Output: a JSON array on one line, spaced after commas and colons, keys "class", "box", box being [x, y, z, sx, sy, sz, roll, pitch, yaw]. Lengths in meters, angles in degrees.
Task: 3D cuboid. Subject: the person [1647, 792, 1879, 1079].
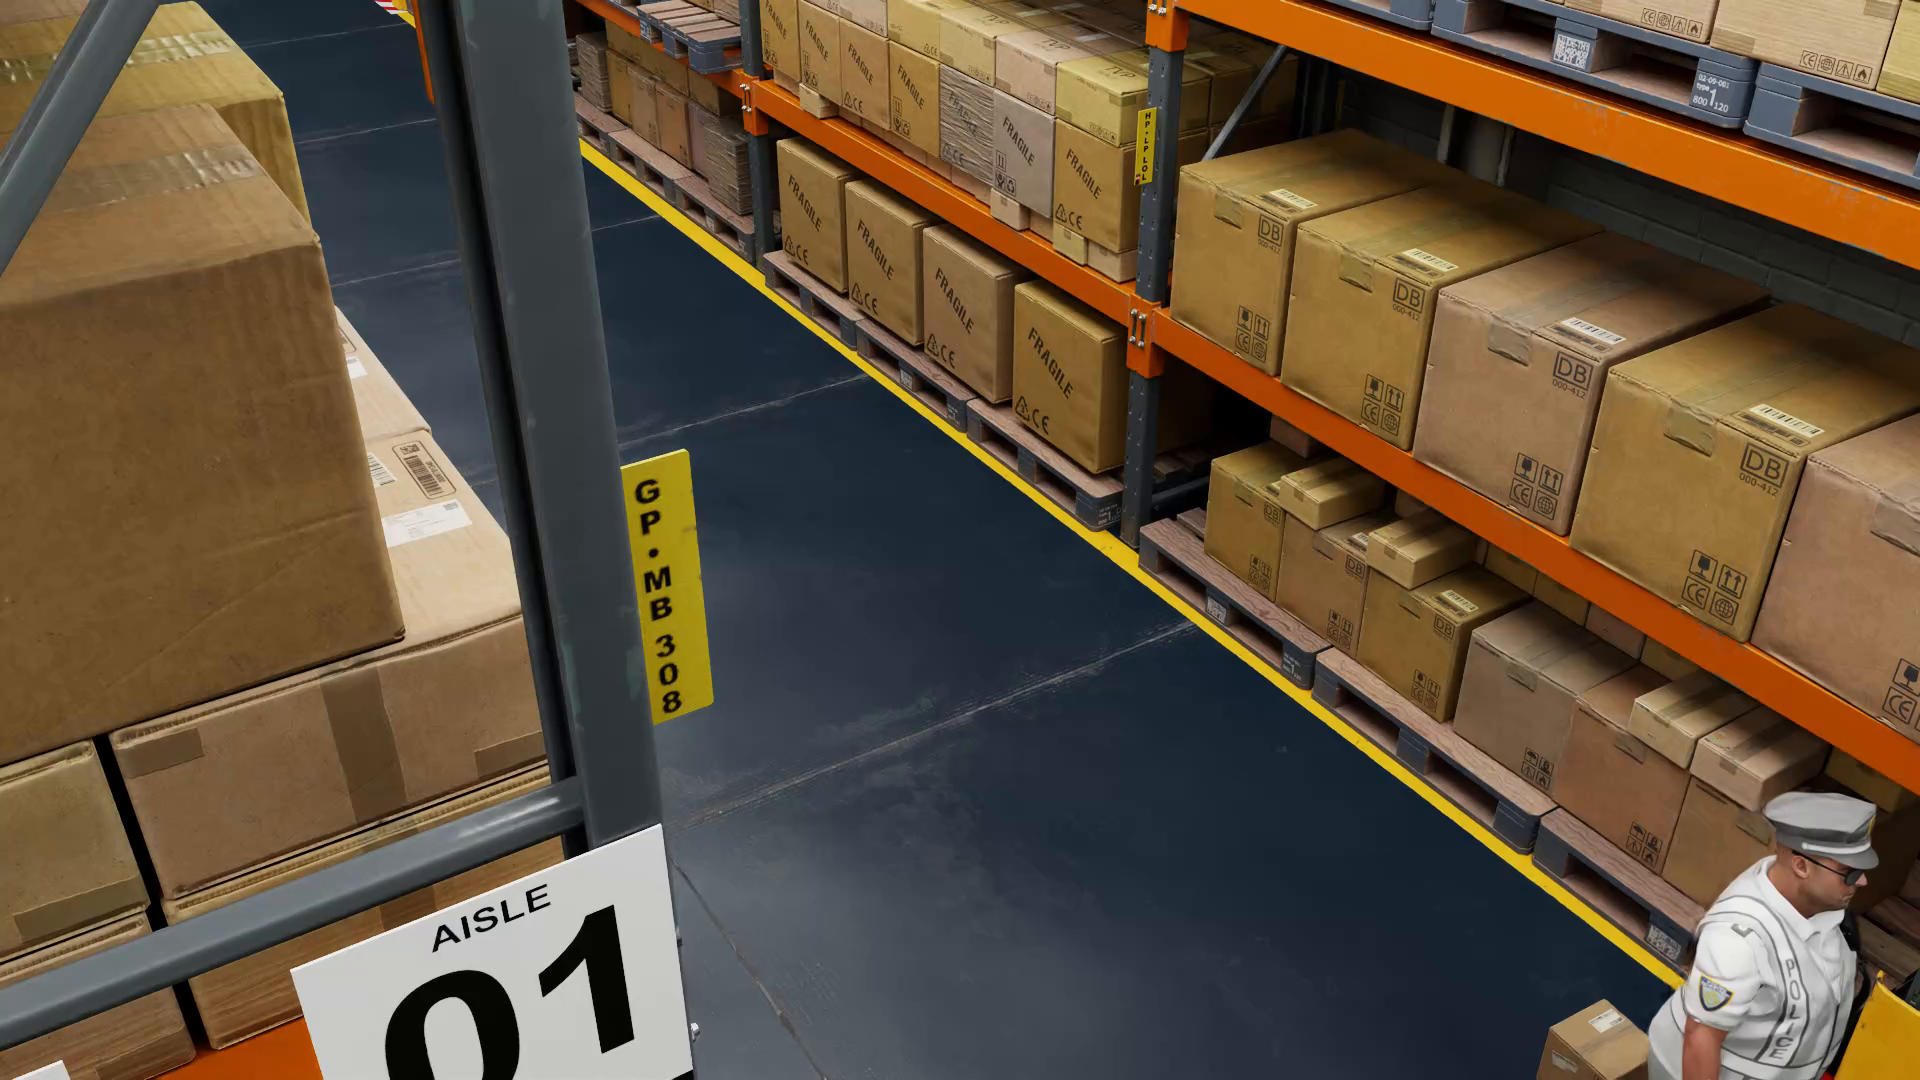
[{"class": "person", "box": [2.070, 1.422, 4.408, 0.600, 1.828, 0.510, -21, 38, -29]}]
